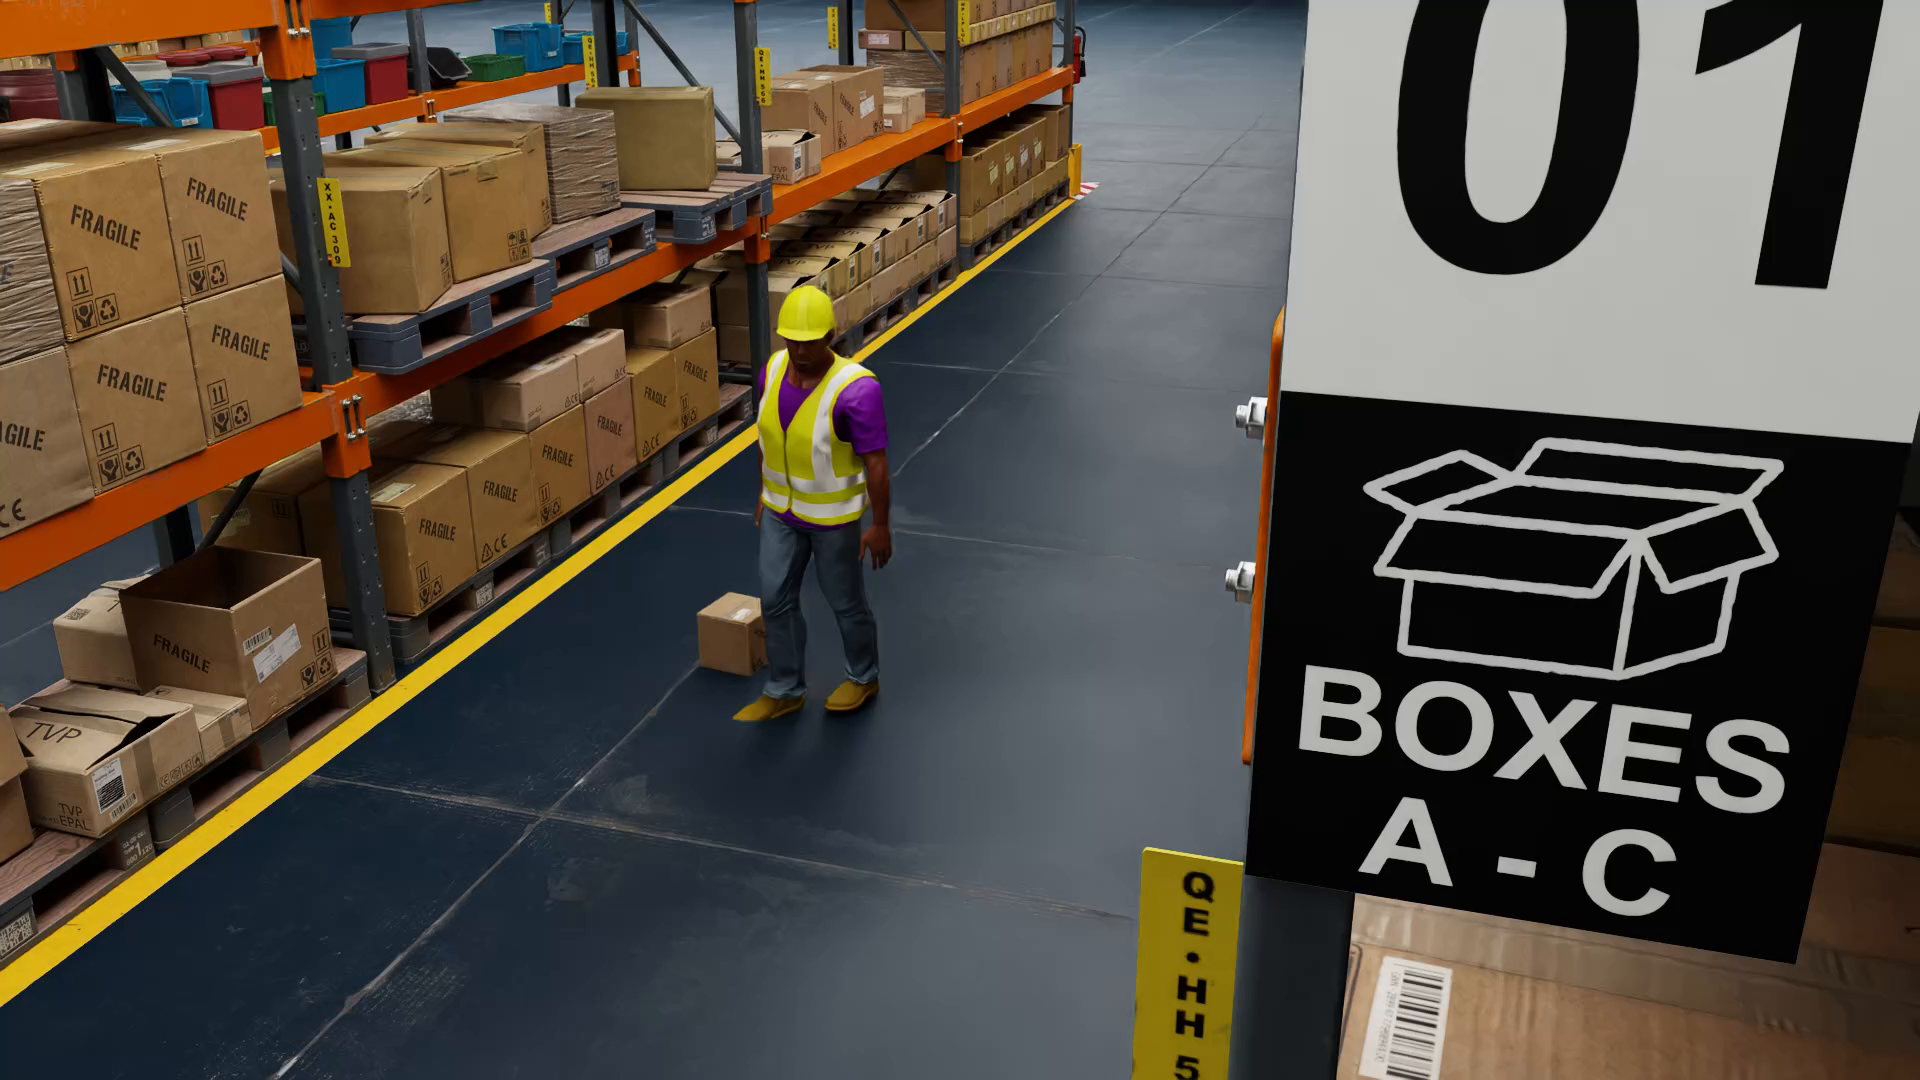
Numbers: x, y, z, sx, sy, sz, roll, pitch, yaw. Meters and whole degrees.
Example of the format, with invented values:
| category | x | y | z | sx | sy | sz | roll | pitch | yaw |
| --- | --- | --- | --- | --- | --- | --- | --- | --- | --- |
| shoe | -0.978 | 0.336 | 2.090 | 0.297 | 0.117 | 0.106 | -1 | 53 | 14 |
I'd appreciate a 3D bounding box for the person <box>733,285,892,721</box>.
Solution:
| category | x | y | z | sx | sy | sz | roll | pitch | yaw |
| --- | --- | --- | --- | --- | --- | --- | --- | --- | --- |
| person | -0.521 | -0.103 | 6.361 | 0.647 | 1.812 | 0.542 | 13 | 25 | 30 |
